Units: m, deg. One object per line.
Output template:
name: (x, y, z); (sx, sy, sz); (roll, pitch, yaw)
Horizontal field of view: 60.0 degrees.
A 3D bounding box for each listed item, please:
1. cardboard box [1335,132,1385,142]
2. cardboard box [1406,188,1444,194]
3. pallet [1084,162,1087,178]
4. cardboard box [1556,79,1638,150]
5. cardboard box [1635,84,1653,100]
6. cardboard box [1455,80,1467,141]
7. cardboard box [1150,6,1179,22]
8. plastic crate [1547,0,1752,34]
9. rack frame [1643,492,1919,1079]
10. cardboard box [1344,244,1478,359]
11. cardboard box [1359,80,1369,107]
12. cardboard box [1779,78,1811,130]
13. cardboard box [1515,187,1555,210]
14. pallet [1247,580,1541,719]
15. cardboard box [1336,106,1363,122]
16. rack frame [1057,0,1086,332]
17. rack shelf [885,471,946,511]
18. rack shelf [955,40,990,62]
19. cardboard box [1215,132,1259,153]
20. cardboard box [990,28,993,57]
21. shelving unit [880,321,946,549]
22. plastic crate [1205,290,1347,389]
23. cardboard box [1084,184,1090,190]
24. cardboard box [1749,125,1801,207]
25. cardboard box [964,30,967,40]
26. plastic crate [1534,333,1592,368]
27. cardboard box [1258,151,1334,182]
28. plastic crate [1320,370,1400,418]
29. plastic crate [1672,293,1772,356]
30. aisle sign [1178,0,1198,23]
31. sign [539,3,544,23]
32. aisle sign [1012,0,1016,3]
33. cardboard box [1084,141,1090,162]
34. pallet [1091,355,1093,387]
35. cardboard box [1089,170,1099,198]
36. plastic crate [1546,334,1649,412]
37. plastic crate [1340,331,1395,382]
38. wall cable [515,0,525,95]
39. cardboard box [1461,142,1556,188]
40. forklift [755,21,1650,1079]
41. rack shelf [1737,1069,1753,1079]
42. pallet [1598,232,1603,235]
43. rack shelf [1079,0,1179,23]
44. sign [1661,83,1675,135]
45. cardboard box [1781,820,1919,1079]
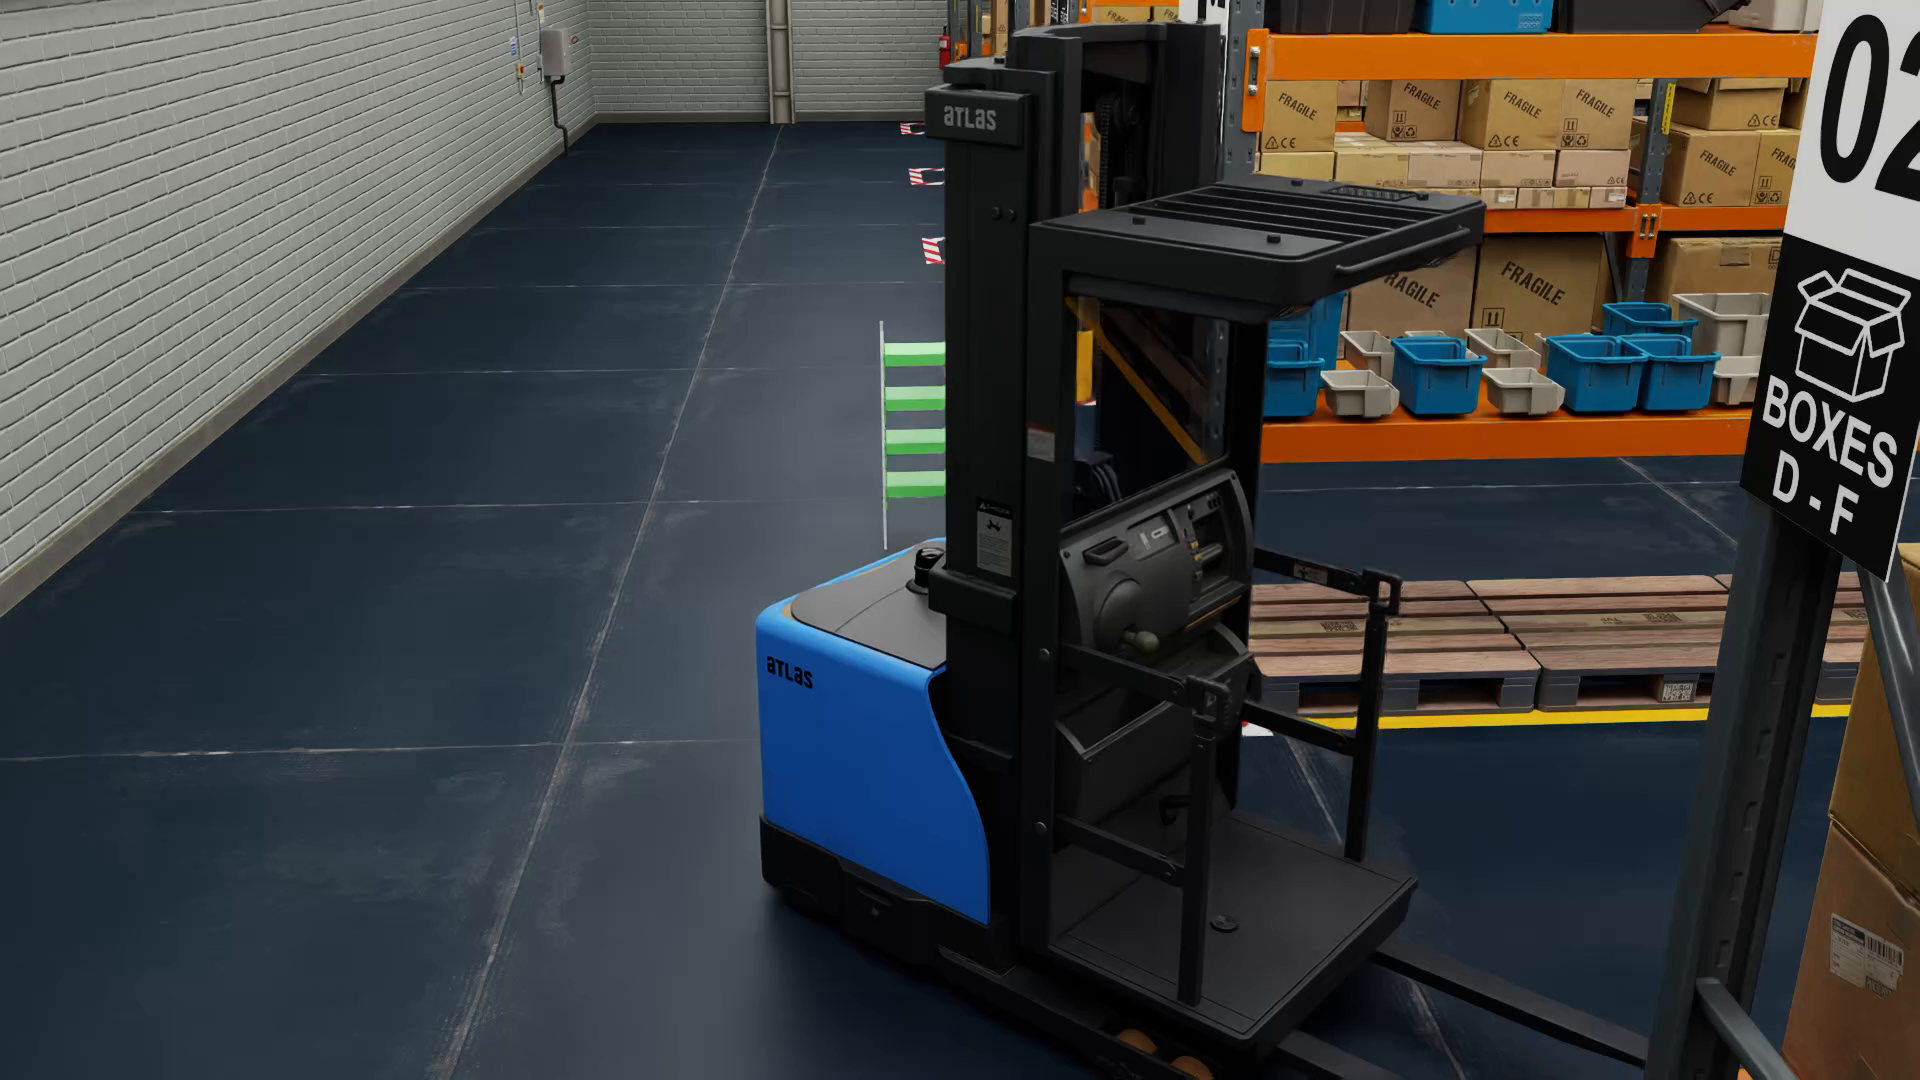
cardboard box: (2.747, -2.784, 12.010); (0.500, 0.250, 0.500); (-1, 21, -3)
cardboard box: (3.169, -2.393, 11.545); (0.250, 0.149, 0.380); (-1, 21, -4)
pallet: (0.972, -4.840, 21.536); (1.213, 0.211, 1.003); (-1, 21, -3)
cardboard box: (4.294, -2.975, 11.457); (0.500, 0.500, 0.500); (-1, 21, -1)
cardboard box: (6.530, -4.380, 16.171); (0.250, 0.149, 0.380); (-2, 21, -6)
cardboard box: (3.753, -3.153, 11.925); (0.500, 0.500, 0.500); (-1, 21, -3)
cardboard box: (2.050, -4.925, 15.878); (0.500, 0.500, 0.500); (-2, 21, -4)
plastic crate: (2.568, -2.125, 6.359); (0.767, 0.338, 0.504); (-1, 21, -3)
rack frame: (1.306, 0.941, 2.434); (0.127, 3.000, 1.000); (-1, 21, -3)
cardboard box: (3.176, -1.860, 12.186); (0.875, 0.875, 0.875); (-1, 21, -3)
cardboard box: (4.089, -4.499, 16.164); (0.500, 0.500, 0.500); (-1, 21, -3)
cardboard box: (6.061, -3.201, 11.762); (0.637, 0.503, 0.797); (-1, 21, -2)
cardboard box: (3.939, -2.409, 11.586); (0.250, 0.149, 0.380); (-2, 21, -4)
pallet: (1.853, 0.481, 7.560); (1.213, 0.211, 1.003); (-1, 21, -3)
cardboard box: (3.763, -4.189, 16.261); (0.250, 0.149, 0.380); (0, 21, -1)
rack frame: (0.744, -2.578, 11.678); (0.127, 3.000, 1.000); (-1, 21, -3)
rack shelf: (-0.165, -0.273, 9.007); (0.480, 0.148, 0.258); (-1, 21, -3)
rack shelf: (1.888, -7.566, 25.790); (4.000, 0.370, 1.077); (-1, 21, -3)
cardboard box: (1.738, -2.922, 11.318); (0.500, 0.500, 0.500); (-2, 21, -4)
cardboard box: (0.645, -6.249, 21.179); (0.500, 0.500, 0.500); (-1, 21, -3)
shelving unit: (-0.165, -0.557, 8.899); (0.503, 1.200, 0.258); (-1, 21, -3)
plastic crate: (1.351, -0.937, 7.231); (0.499, 0.435, 0.616); (-1, 21, -3)
cardboard box: (1.373, -3.423, 16.475); (0.250, 0.149, 0.380); (-1, 21, -2)
cardboard box: (5.713, -2.637, 11.692); (0.500, 0.500, 0.500); (-1, 21, -3)
cardboard box: (0.207, -7.847, 25.868); (0.250, 0.149, 0.380); (-1, 21, -4)
plastic crate: (2.692, -0.832, 7.378); (0.250, 0.136, 0.298); (-1, 21, -3)
cardboard box: (2.259, -2.583, 11.482); (0.500, 0.250, 0.500); (-2, 21, -5)
plastic crate: (1.617, -0.589, 6.738); (0.298, 0.136, 0.250); (-1, 21, -3)
plastic crate: (3.486, -0.907, 7.371); (0.530, 0.282, 0.437); (-1, 21, -3)
aisle sign: (0.939, -2.137, 6.863); (0.004, 0.787, 0.394); (-1, 21, -3)
sign: (-5.627, -7.087, 22.360); (0.001, 0.242, 0.339); (-1, 21, -3)
aisle sign: (0.506, -5.449, 15.565); (0.004, 0.787, 0.394); (-1, 21, -3)
cardboard box: (1.745, -5.168, 21.490); (0.875, 0.438, 0.875); (-1, 21, -2)
pallet: (1.538, -1.319, 12.289); (1.213, 0.211, 1.003); (-1, 21, -3)
cardboard box: (1.081, -2.585, 12.049); (0.250, 0.149, 0.380); (-1, 21, -2)
plastic crate: (2.607, -0.684, 6.852); (0.300, 0.233, 0.416); (-1, 21, -3)
plastic crate: (1.831, -0.805, 7.305); (0.243, 0.136, 0.396); (-1, 21, -3)
wall cable: (-5.450, -6.465, 20.415); (0.123, 1.953, 0.585); (-1, 21, -3)
cardboard box: (3.795, -2.615, 11.566); (0.500, 0.250, 0.500); (-1, 21, -1)
forklift: (0.759, 0.073, 4.809); (3.031, 2.935, 1.130); (17, 26, 37)
rack shelf: (3.303, 1.236, 2.669); (4.000, 0.370, 1.077); (-1, 21, -3)
pallet: (6.554, -3.163, 17.131); (1.213, 0.211, 1.003); (-1, 21, -3)
rack shelf: (2.741, -3.685, 11.379); (4.000, 0.370, 1.077); (-1, 21, -3)
sign: (4.771, -2.904, 11.205); (0.005, 0.325, 0.100); (-1, 21, -3)
cardboard box: (1.738, 0.788, 2.695); (0.500, 0.500, 0.500); (-1, 21, -1)
